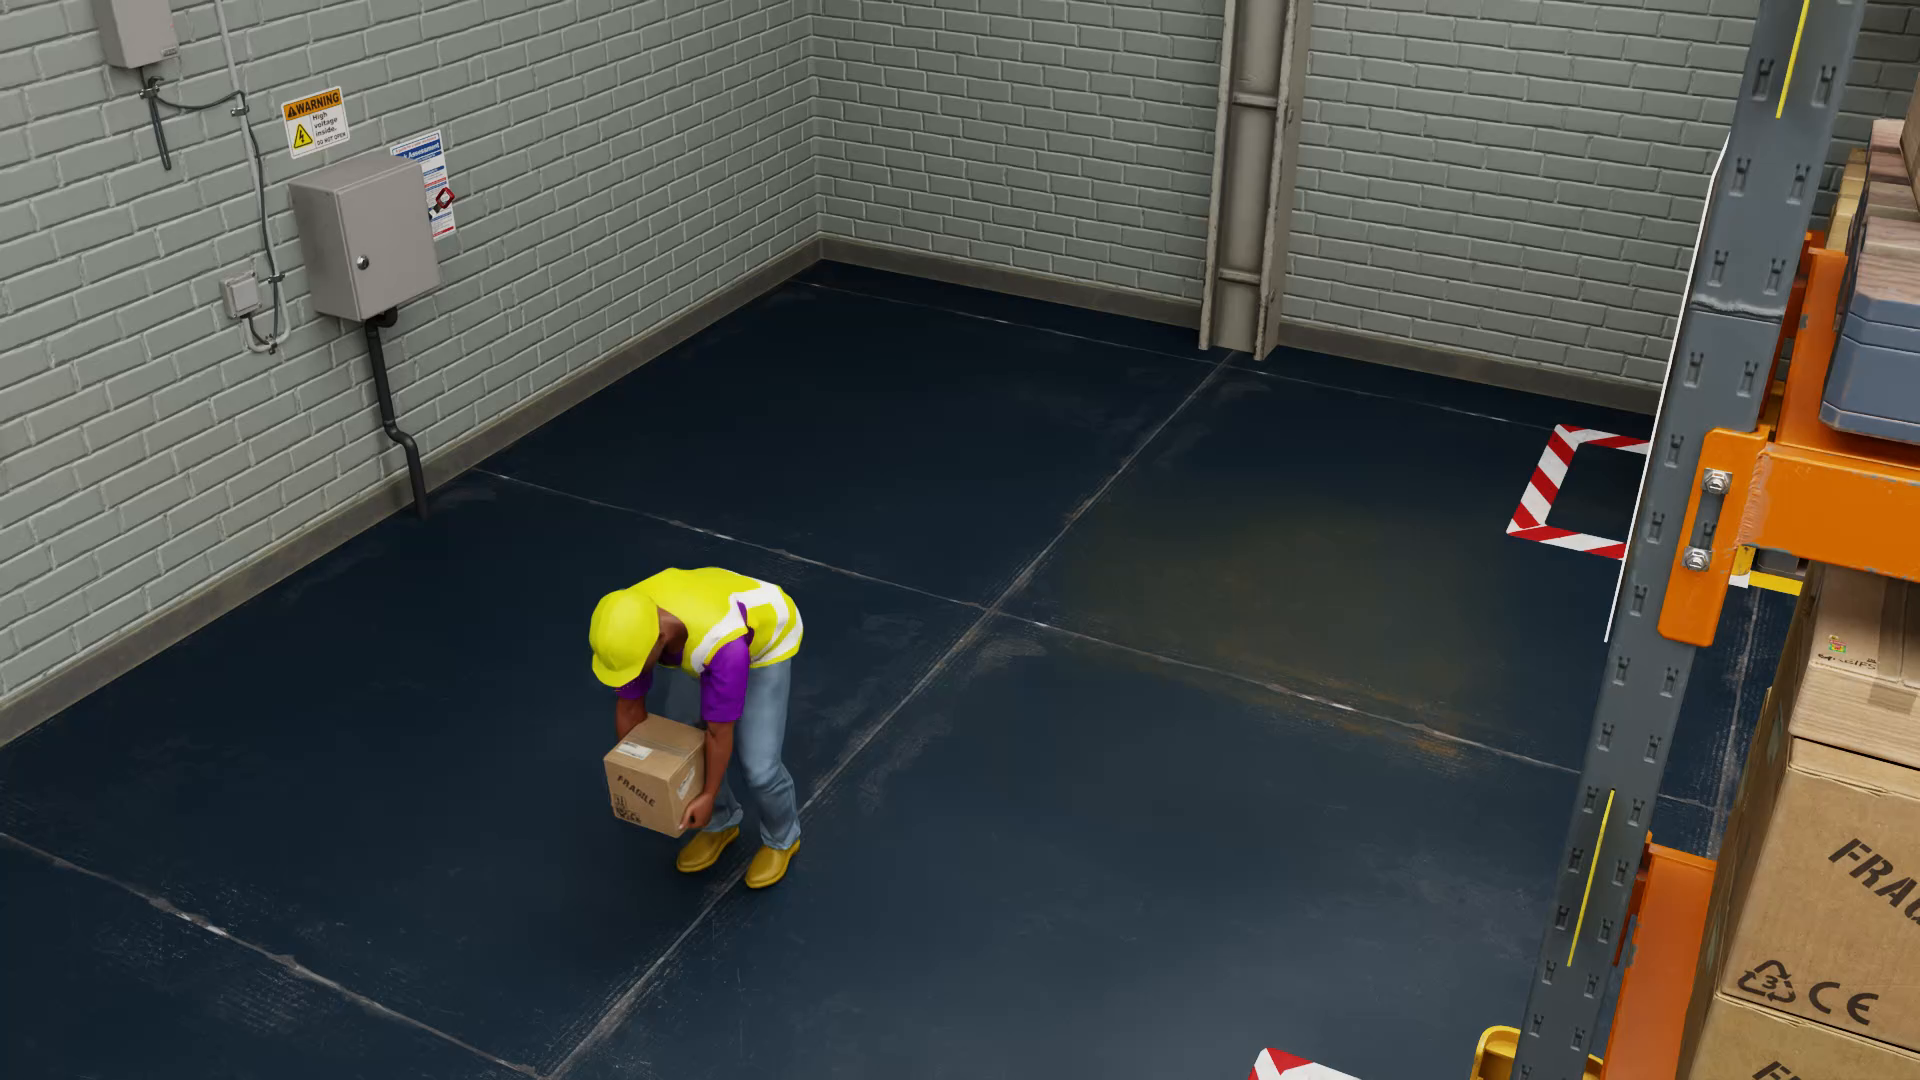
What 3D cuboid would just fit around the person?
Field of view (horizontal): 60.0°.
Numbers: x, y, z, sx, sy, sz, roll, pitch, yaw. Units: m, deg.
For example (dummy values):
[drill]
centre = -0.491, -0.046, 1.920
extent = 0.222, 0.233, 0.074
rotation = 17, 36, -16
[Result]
[person]
centre = -0.847, 0.605, 5.439
extent = 0.490, 1.376, 0.898
rotation = 13, 32, 22
